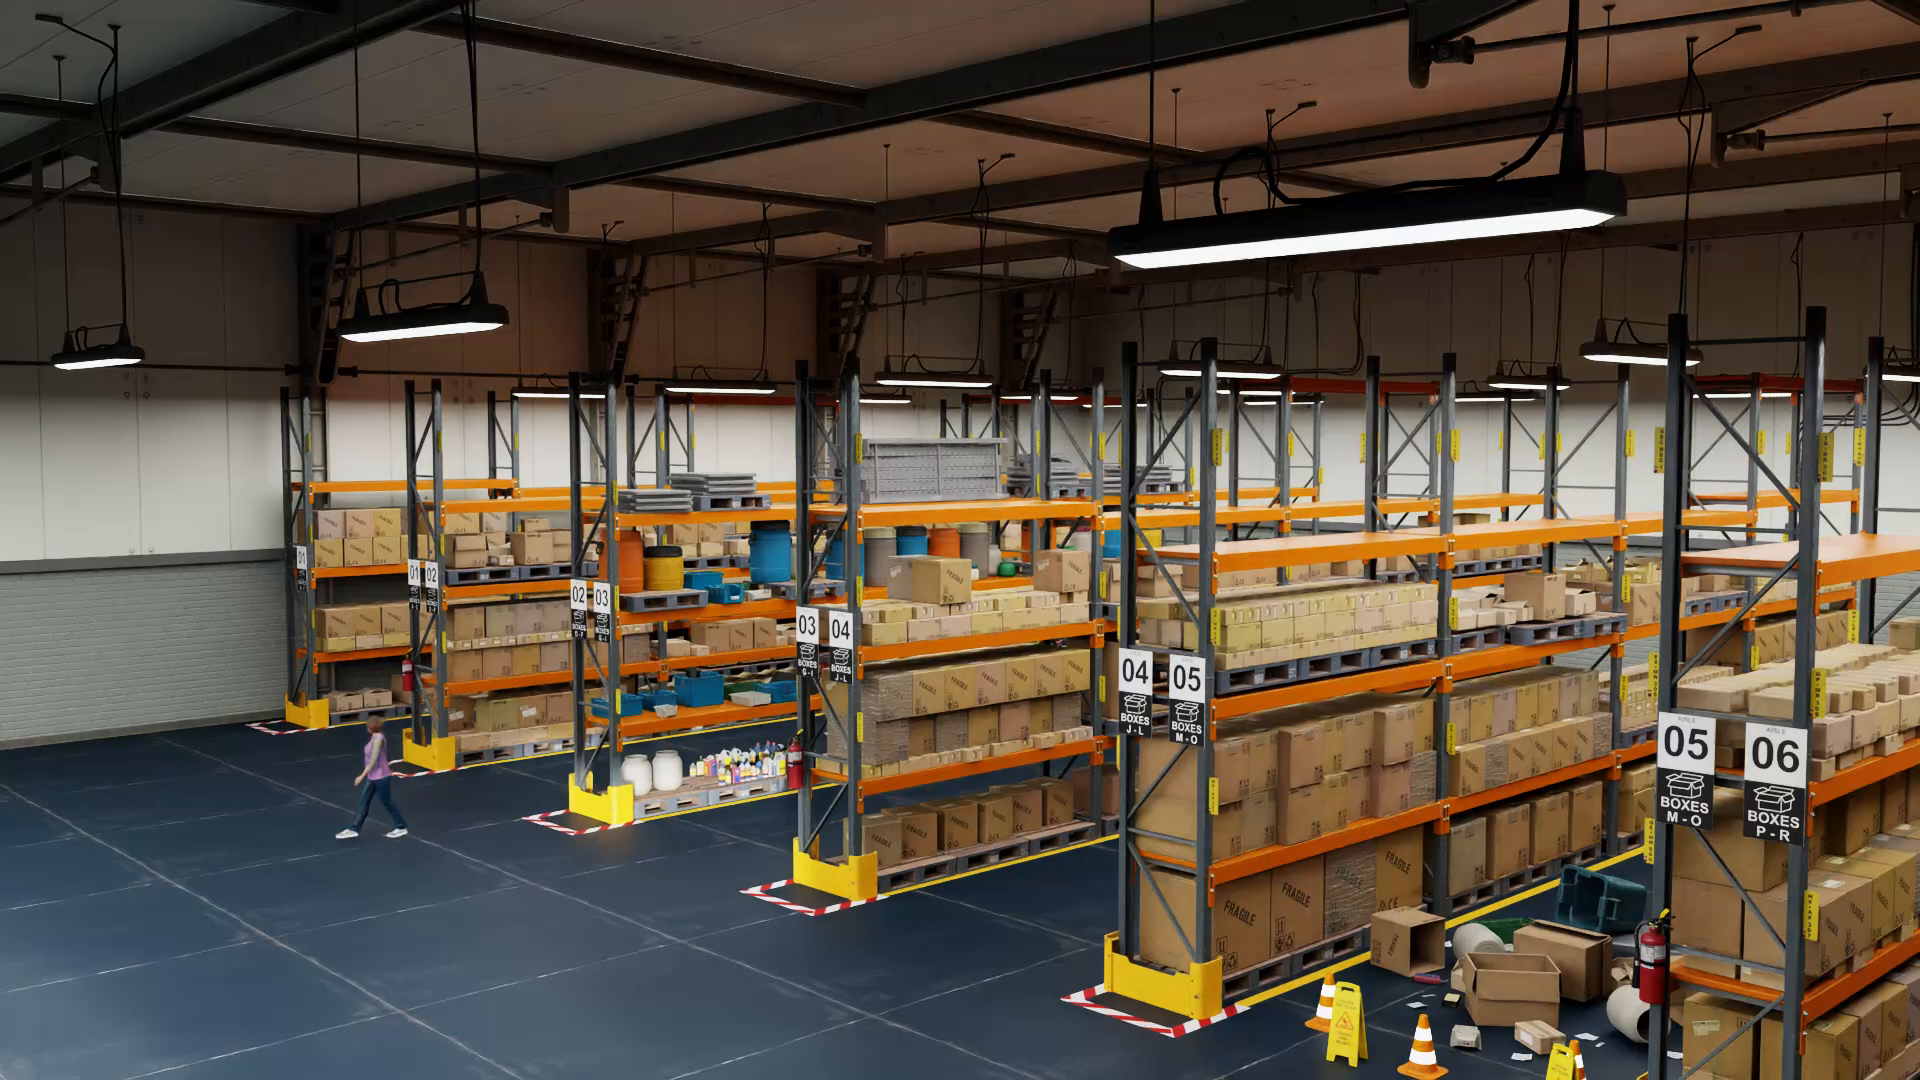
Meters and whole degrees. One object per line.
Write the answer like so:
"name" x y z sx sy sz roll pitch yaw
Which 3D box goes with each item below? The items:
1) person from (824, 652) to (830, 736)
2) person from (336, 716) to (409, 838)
"person" -2.069 2.525 28.599 0.614 1.643 0.497 -2 4 -22
"person" -7.481 3.014 21.112 0.873 1.562 0.437 -2 4 -25
